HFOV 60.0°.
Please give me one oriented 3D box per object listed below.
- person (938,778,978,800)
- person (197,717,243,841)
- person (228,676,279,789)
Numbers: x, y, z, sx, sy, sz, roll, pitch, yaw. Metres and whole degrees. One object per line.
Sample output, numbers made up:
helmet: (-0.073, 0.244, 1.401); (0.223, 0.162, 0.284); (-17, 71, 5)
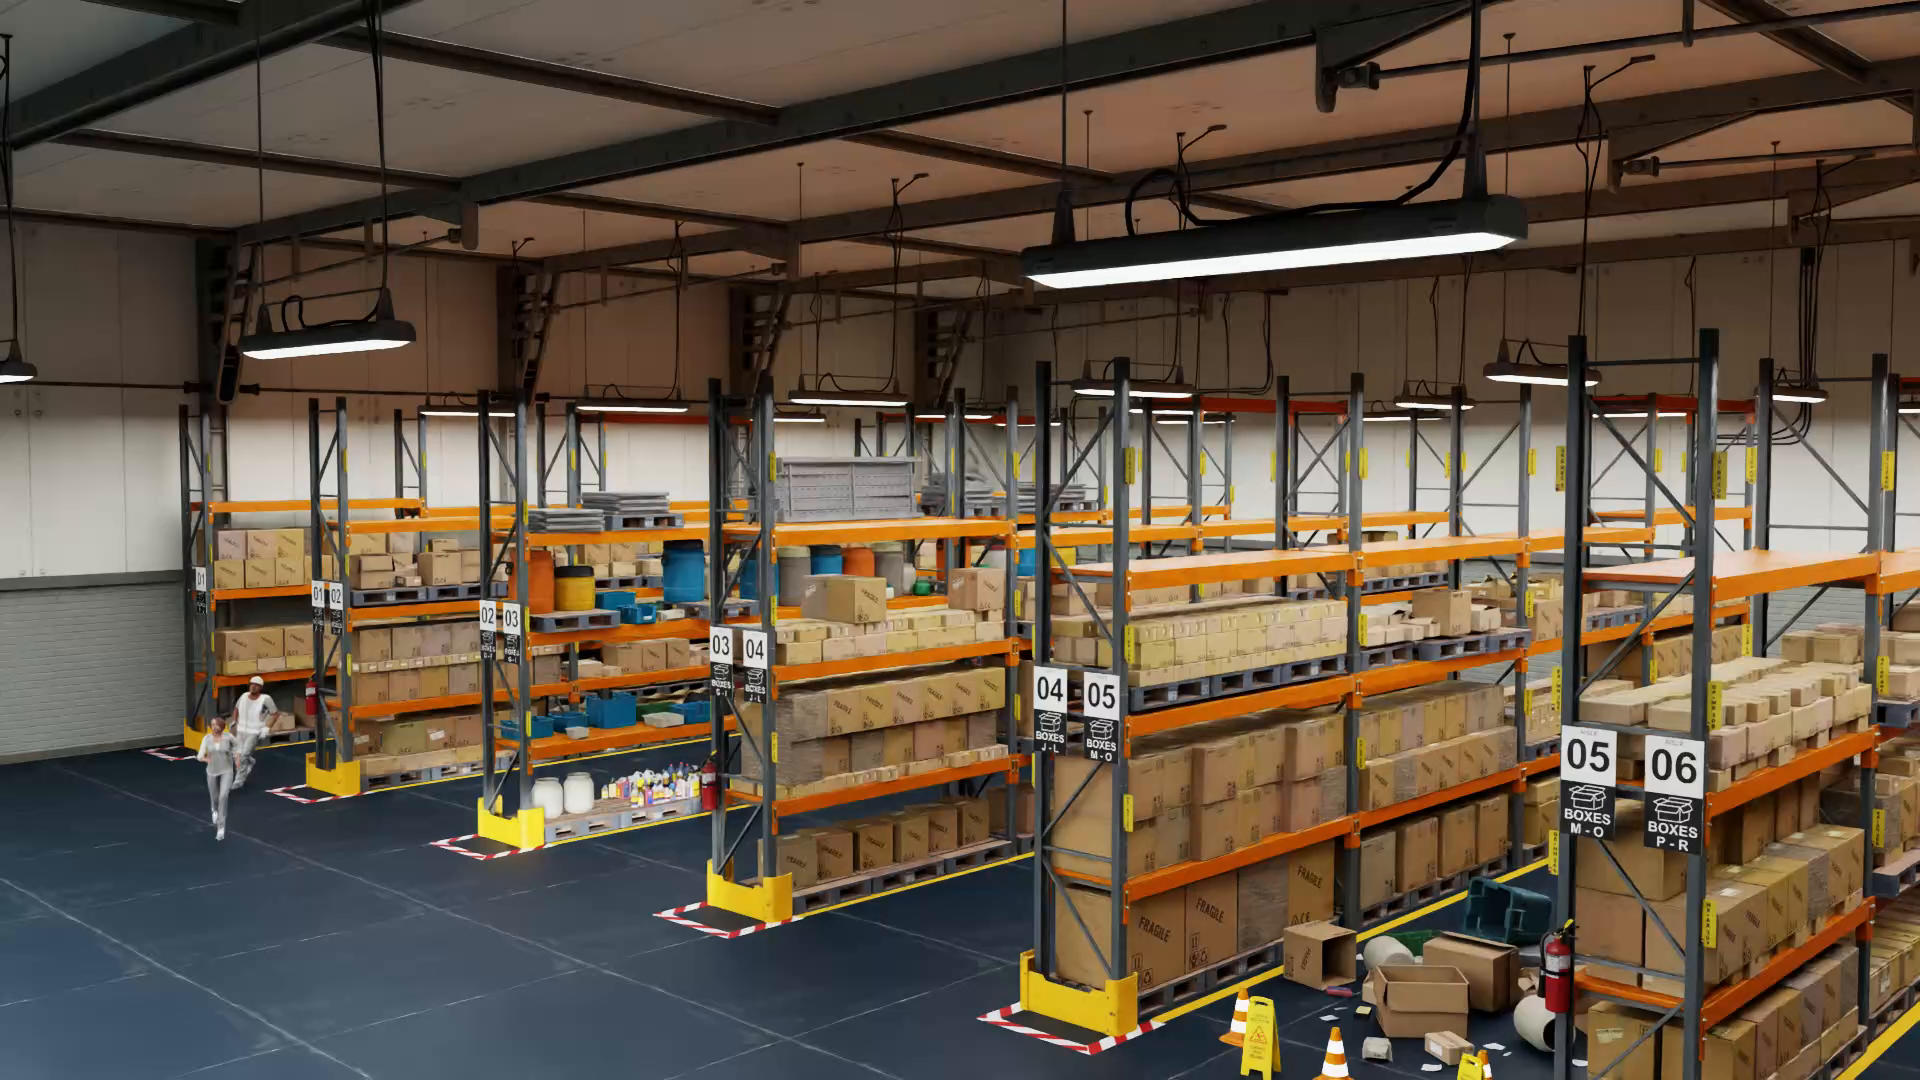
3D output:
person: (-0.050, 3.093, 23.629); (0.549, 1.718, 0.762); (2, 4, 35)
person: (-10.011, 3.180, 22.522); (0.550, 1.611, 0.885); (-1, 3, -15)
person: (-10.906, 2.957, 25.649); (0.732, 1.714, 0.710); (0, 3, 8)
